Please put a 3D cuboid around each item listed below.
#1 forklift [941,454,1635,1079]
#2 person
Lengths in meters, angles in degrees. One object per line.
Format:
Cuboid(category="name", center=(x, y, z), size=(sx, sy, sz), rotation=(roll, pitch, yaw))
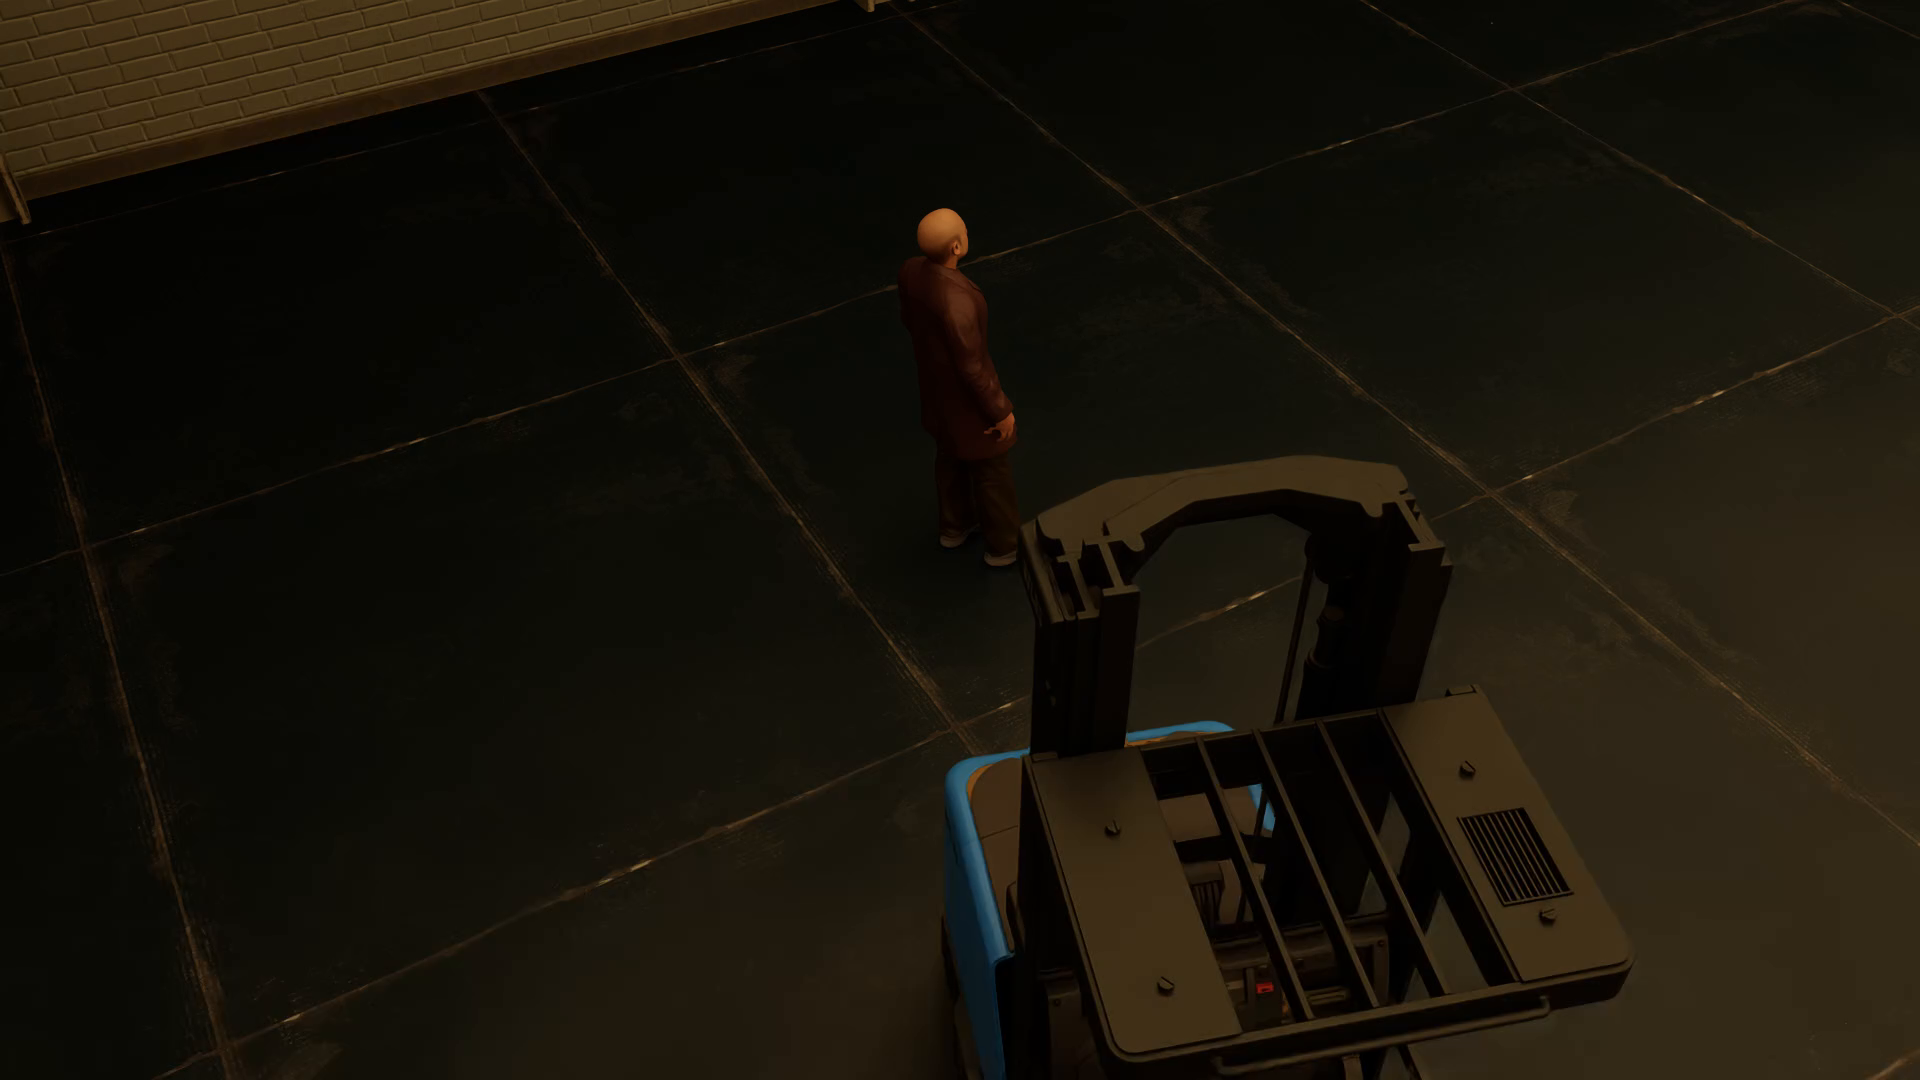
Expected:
Cuboid(category="forklift", center=(0.729, 1.360, 4.231), size=(1.130, 2.935, 3.031), rotation=(-8, 43, -8))
Cuboid(category="person", center=(0.081, -0.685, 7.274), size=(0.582, 1.776, 0.696), rotation=(-21, 47, -21))
